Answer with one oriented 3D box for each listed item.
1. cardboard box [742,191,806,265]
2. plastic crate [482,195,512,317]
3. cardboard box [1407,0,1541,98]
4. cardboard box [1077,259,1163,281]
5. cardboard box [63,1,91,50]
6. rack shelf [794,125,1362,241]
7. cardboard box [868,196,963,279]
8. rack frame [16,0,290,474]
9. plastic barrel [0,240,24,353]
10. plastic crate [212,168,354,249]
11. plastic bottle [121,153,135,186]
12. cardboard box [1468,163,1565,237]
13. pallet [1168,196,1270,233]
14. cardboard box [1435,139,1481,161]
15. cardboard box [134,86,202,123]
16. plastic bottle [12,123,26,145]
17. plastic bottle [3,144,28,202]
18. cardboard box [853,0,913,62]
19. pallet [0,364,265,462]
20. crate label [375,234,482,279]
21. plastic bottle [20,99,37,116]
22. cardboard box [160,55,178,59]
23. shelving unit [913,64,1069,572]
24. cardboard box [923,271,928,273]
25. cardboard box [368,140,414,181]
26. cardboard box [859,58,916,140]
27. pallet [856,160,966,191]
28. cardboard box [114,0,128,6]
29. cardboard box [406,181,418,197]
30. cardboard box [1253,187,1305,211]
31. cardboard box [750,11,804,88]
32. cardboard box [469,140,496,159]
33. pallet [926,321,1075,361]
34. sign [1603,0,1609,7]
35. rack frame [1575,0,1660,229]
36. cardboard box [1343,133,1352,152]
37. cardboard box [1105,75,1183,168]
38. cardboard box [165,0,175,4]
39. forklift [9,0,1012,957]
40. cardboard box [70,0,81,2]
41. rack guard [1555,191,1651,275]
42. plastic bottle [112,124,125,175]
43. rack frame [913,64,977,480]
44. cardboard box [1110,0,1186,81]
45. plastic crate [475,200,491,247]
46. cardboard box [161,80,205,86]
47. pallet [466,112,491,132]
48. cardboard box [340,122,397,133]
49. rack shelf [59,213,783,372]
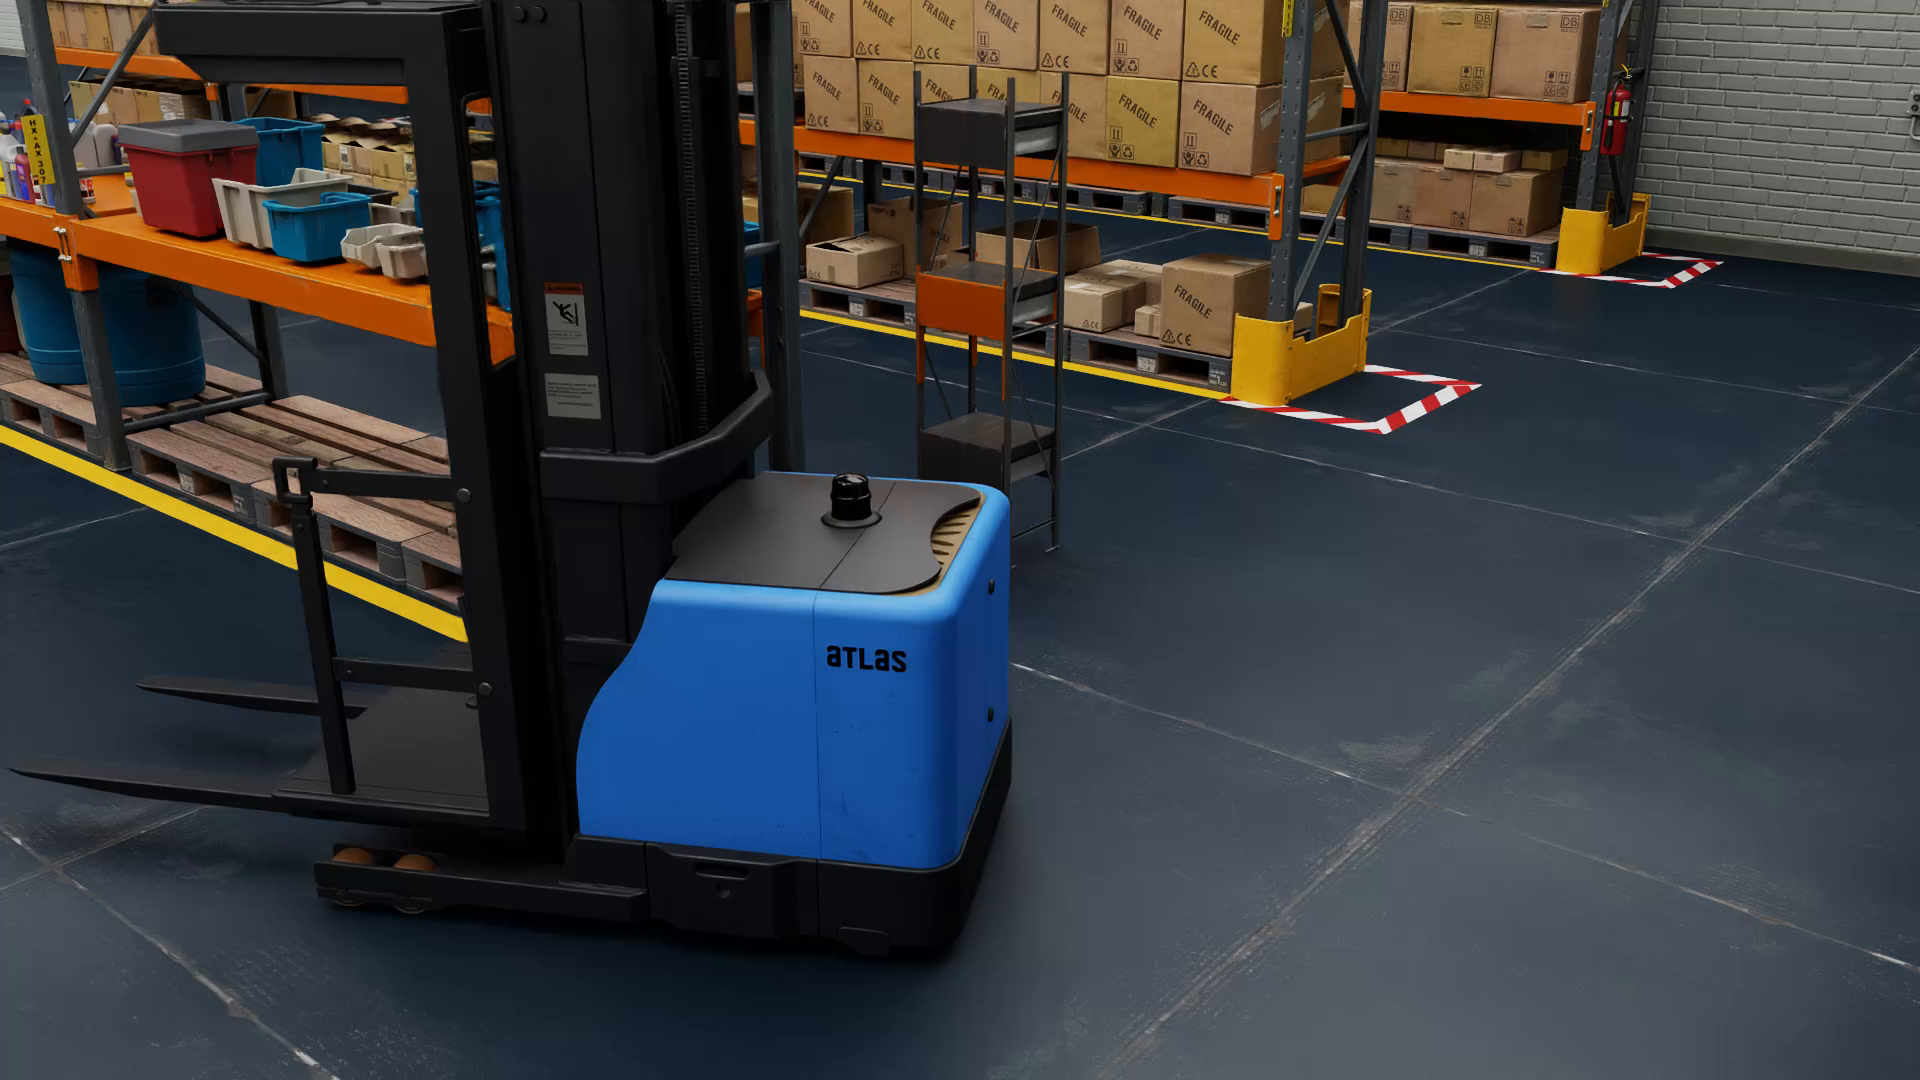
[{"bbox_3d":[-1.513,-2.317,12.479,0.500,0.500,0.500,16,26,36],"label":"cardboard box"},{"bbox_3d":[-1.363,-1.071,6.123,0.499,0.435,0.616,16,26,36],"label":"plastic crate"},{"bbox_3d":[4.307,-4.122,13.922,0.700,0.700,0.980,16,26,36],"label":"cardboard box"},{"bbox_3d":[1.133,-1.697,11.192,0.500,0.250,0.500,16,26,36],"label":"cardboard box"},{"bbox_3d":[-9.482,-5.749,18.521,0.500,0.500,0.700,17,26,38],"label":"cardboard box"},{"bbox_3d":[0.600,-2.466,10.976,4.000,0.370,1.077,16,26,36],"label":"rack shelf"},{"bbox_3d":[-0.328,-2.235,12.264,0.500,0.500,0.500,16,26,36],"label":"cardboard box"},{"bbox_3d":[-4.084,-1.895,8.443,0.127,3.000,1.000,16,26,36],"label":"rack frame"},{"bbox_3d":[-5.918,-1.500,10.216,0.708,0.588,0.600,16,26,36],"label":"plastic barrel"},{"bbox_3d":[-3.018,-1.477,7.417,0.530,0.282,0.437,16,26,36],"label":"plastic crate"},{"bbox_3d":[-4.550,-2.053,9.143,0.097,0.201,0.097,0,21,0],"label":"plastic bottle"},{"bbox_3d":[4.673,-2.867,13.967,0.500,0.500,0.700,16,26,36],"label":"cardboard box"},{"bbox_3d":[2.720,-3.108,15.610,1.213,0.211,1.003,16,26,36],"label":"pallet"},{"bbox_3d":[4.310,-3.366,14.371,0.250,0.149,0.380,16,26,37],"label":"cardboard box"},{"bbox_3d":[-8.414,-4.563,17.757,0.500,0.500,0.500,16,26,36],"label":"cardboard box"},{"bbox_3d":[-5.055,-2.069,8.973,0.185,0.351,0.144,16,26,36],"label":"plastic bottle"},{"bbox_3d":[-4.877,-1.918,8.680,0.135,0.276,0.152,16,26,36],"label":"plastic bottle"},{"bbox_3d":[-0.362,-3.466,11.050,0.500,0.500,0.500,15,25,35],"label":"cardboard box"},{"bbox_3d":[-4.655,-0.774,9.422,1.213,0.211,1.003,16,26,36],"label":"pallet"},{"bbox_3d":[-2.178,-1.164,6.793,0.243,0.136,0.396,16,26,36],"label":"crate label"},{"bbox_3d":[-5.617,-2.489,10.088,0.185,0.351,0.144,16,26,36],"label":"plastic bottle"},{"bbox_3d":[-7.907,-5.293,17.312,0.500,0.500,0.700,16,26,36],"label":"cardboard box"},{"bbox_3d":[0.128,-0.946,7.200,0.503,2.100,0.431,16,26,36],"label":"shelving unit"},{"bbox_3d":[-0.084,-1.786,11.544,0.250,0.166,0.380,16,26,36],"label":"cardboard box"},{"bbox_3d":[-5.016,-3.477,15.145,0.500,0.311,0.500,16,26,35],"label":"cardboard box"},{"bbox_3d":[-0.328,-2.994,11.215,0.500,0.500,0.500,17,26,37],"label":"cardboard box"},{"bbox_3d":[-0.356,-3.995,17.962,1.213,0.211,1.003,16,26,36],"label":"pallet"},{"bbox_3d":[-8.684,-5.728,17.546,0.250,0.149,0.380,17,27,38],"label":"cardboard box"},{"bbox_3d":[-4.610,-3.102,14.944,0.500,0.250,0.500,17,26,38],"label":"cardboard box"},{"bbox_3d":[3.082,-3.323,15.176,0.500,0.500,0.700,16,26,36],"label":"cardboard box"},{"bbox_3d":[-1.175,-3.659,12.383,0.500,0.500,0.700,7,22,18],"label":"cardboard box"},{"bbox_3d":[-4.268,-3.511,15.233,0.500,0.311,0.500,17,27,38],"label":"cardboard box"},{"bbox_3d":[0.532,-1.518,11.395,1.213,0.211,1.003,16,26,36],"label":"pallet"},{"bbox_3d":[4.925,-4.219,12.627,0.005,0.325,0.100,16,26,36],"label":"sign"},{"bbox_3d":[5.279,-3.711,13.258,0.127,3.000,1.000,16,26,36],"label":"rack frame"},{"bbox_3d":[3.517,-3.594,14.975,0.250,0.149,0.380,16,26,37],"label":"cardboard box"},{"bbox_3d":[1.227,-2.543,10.020,0.500,0.500,0.500,16,26,37],"label":"cardboard box"},{"bbox_3d":[-7.888,-5.499,16.939,0.250,0.149,0.380,15,25,35],"label":"cardboard box"},{"bbox_3d":[-1.403,-0.470,4.759,3.031,2.935,1.130,4,21,10],"label":"forklift"},{"bbox_3d":[-9.485,-5.959,18.157,0.250,0.149,0.380,16,26,35],"label":"cardboard box"},{"bbox_3d":[5.298,-2.536,13.685,0.348,0.500,1.175,16,26,36],"label":"rack guard"},{"bbox_3d":[-4.786,-2.237,9.516,0.133,0.283,0.061,16,26,36],"label":"plastic bottle"},{"bbox_3d":[-0.061,-1.000,7.344,0.015,2.100,0.400,16,26,36],"label":"rack frame"},{"bbox_3d":[1.239,-3.007,9.834,0.500,0.500,0.500,17,26,38],"label":"cardboard box"},{"bbox_3d":[-1.988,-1.392,7.260,0.300,0.233,0.416,16,26,36],"label":"plastic crate"},{"bbox_3d":[-8.472,-4.817,18.431,0.500,0.500,0.500,16,26,36],"label":"cardboard box"},{"bbox_3d":[-6.451,-5.768,22.665,1.213,0.211,1.003,16,26,36],"label":"pallet"},{"bbox_3d":[-5.860,-3.967,16.445,0.500,0.311,0.500,16,26,36],"label":"cardboard box"},{"bbox_3d":[-2.535,-1.113,7.387,4.000,0.370,1.077,16,26,36],"label":"rack shelf"}]
